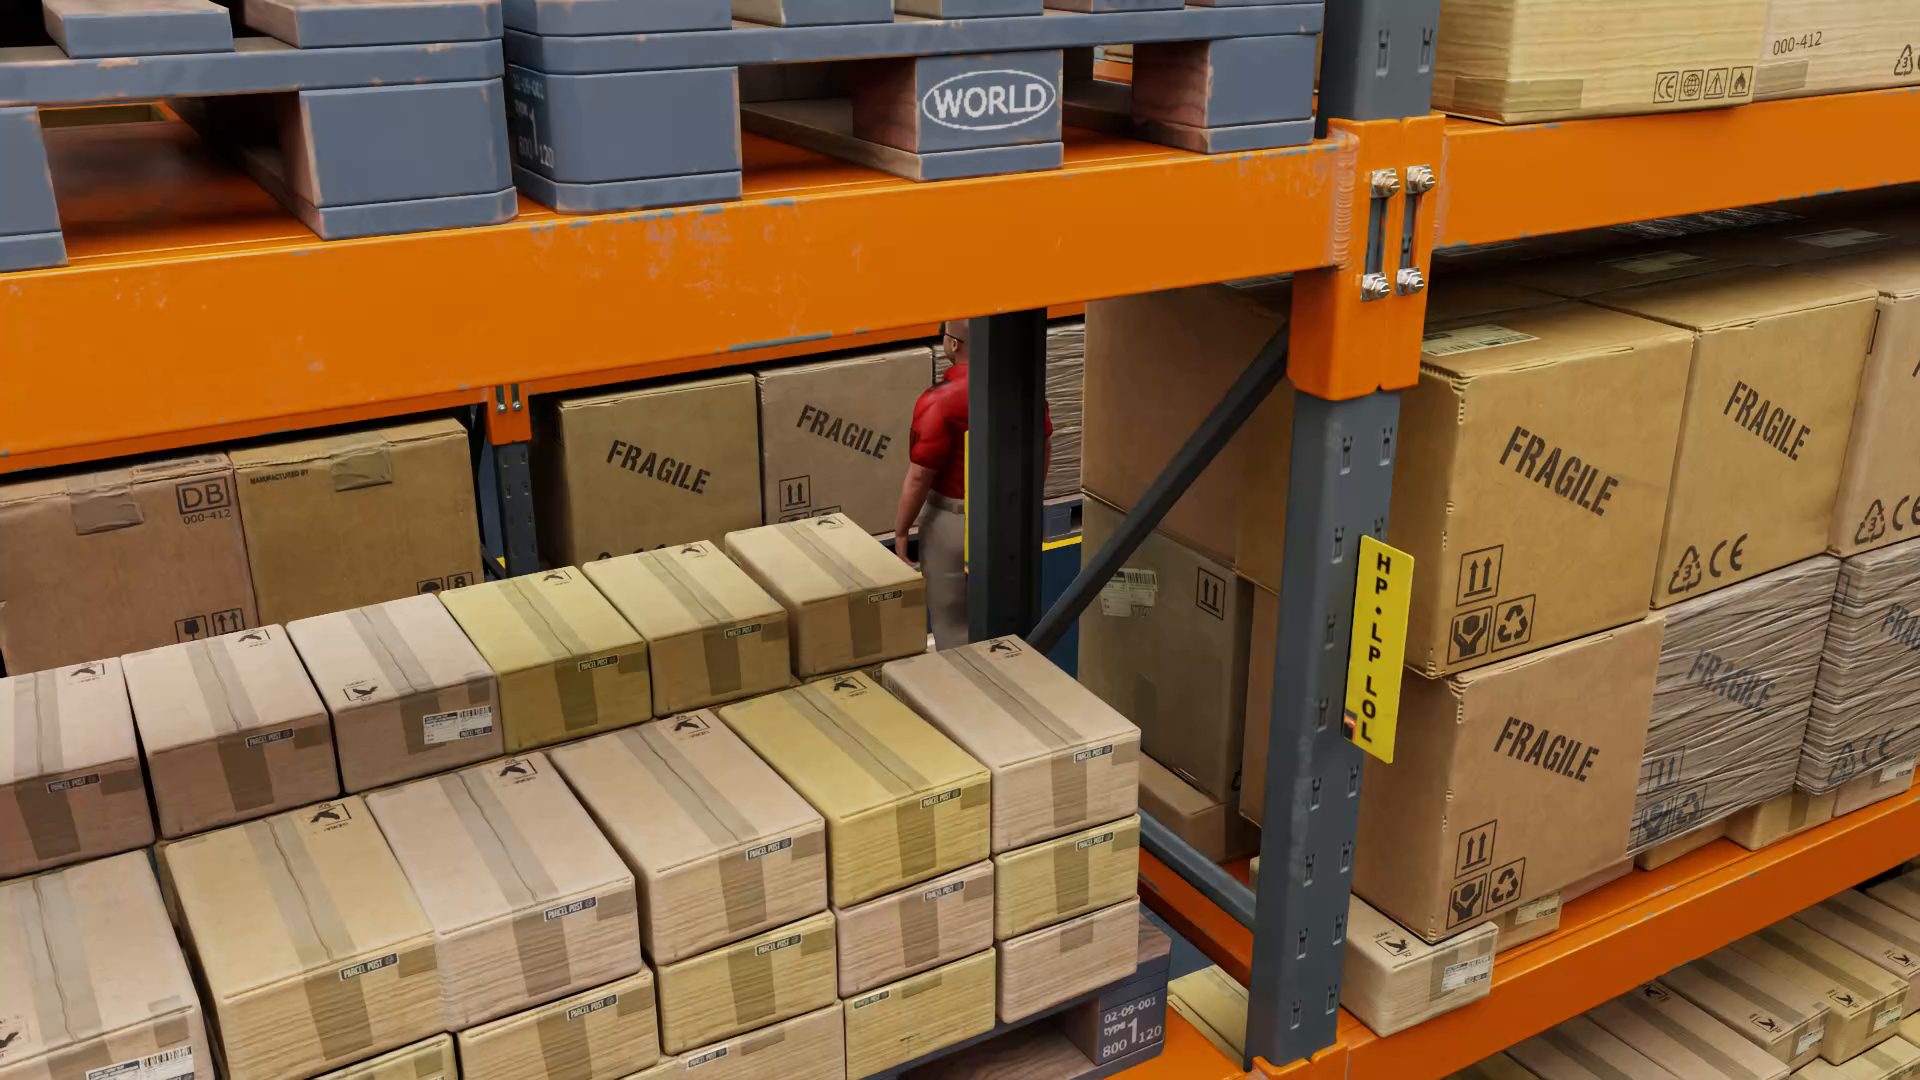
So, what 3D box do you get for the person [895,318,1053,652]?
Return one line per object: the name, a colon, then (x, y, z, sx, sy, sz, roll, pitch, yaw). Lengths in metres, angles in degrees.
person: (0.004, -0.084, 6.295, 0.642, 1.728, 0.550, -12, 25, -28)
